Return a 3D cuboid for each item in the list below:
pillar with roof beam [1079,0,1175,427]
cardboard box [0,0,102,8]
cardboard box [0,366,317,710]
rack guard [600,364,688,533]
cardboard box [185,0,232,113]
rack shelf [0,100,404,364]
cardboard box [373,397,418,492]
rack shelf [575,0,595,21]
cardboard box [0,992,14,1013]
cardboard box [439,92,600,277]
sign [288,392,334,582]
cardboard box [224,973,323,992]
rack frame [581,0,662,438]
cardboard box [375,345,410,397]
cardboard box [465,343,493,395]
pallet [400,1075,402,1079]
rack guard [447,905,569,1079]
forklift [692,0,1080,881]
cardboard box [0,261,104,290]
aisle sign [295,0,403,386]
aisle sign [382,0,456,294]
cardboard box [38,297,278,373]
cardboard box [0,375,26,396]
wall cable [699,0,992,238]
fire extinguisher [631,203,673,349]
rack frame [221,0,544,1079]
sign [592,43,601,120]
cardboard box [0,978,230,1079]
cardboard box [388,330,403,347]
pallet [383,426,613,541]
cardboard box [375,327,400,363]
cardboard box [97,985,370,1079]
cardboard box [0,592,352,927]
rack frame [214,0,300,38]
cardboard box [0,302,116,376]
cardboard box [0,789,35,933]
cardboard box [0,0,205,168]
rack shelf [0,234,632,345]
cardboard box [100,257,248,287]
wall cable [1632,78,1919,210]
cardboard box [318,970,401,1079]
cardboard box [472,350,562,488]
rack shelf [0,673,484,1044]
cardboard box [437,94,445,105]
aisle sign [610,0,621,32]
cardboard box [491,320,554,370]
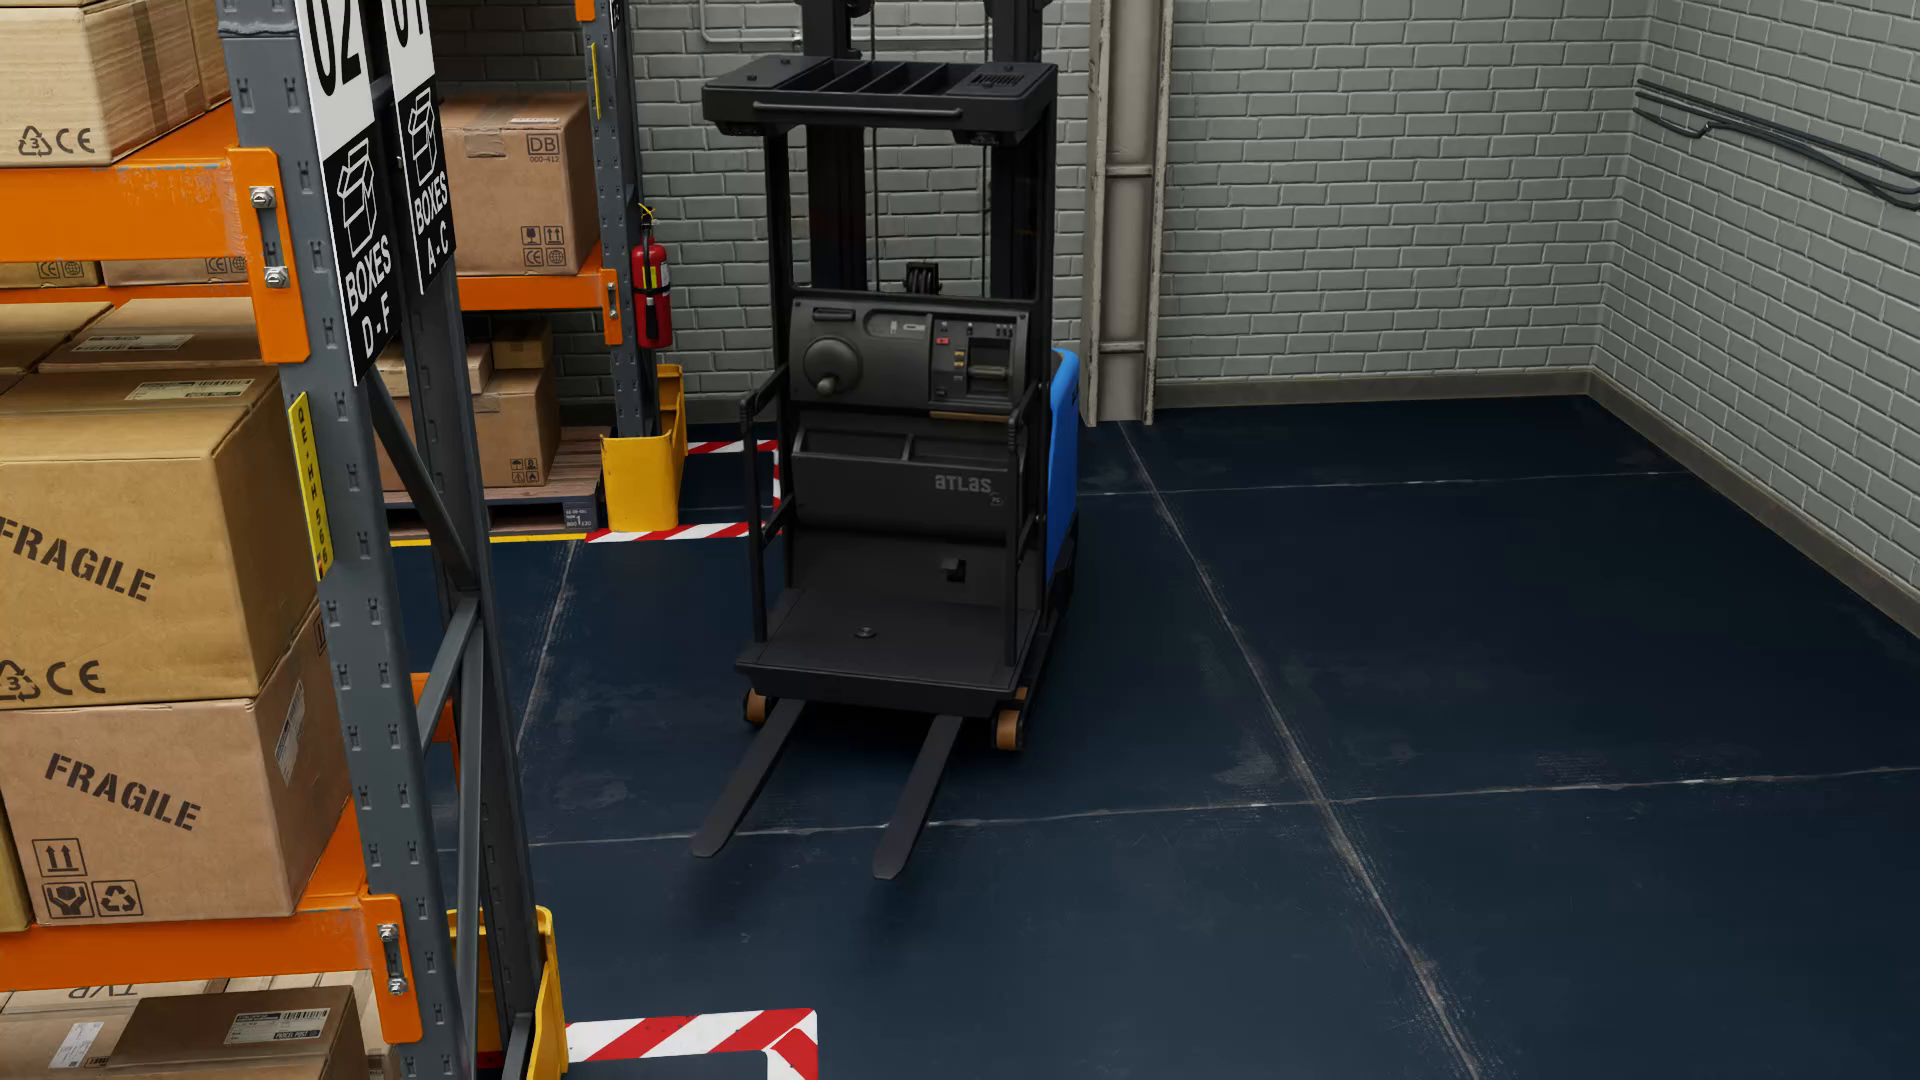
[{"bbox_3d":[1.350,-3.105,4.158,0.400,9.000,9.100,-2,24,-5],"label":"pillar with roof beam"},{"bbox_3d":[-1.671,-1.052,2.799,0.500,0.250,0.500,-2,24,-5],"label":"cardboard box"},{"bbox_3d":[-1.601,-0.018,3.244,0.500,0.500,0.500,-3,24,-6],"label":"cardboard box"},{"bbox_3d":[-1.652,-0.505,8.772,0.348,0.500,1.175,-2,24,-5],"label":"rack guard"},{"bbox_3d":[-1.721,-1.029,3.364,0.500,0.250,0.500,-2,24,-5],"label":"cardboard box"},{"bbox_3d":[-3.175,-0.607,3.115,4.000,0.370,1.077,-2,24,-5],"label":"rack shelf"},{"bbox_3d":[-2.860,-0.608,8.485,0.500,0.500,0.700,-2,24,-5],"label":"cardboard box"},{"bbox_3d":[-3.666,-2.609,7.619,4.000,0.370,1.077,-2,24,-5],"label":"rack shelf"},{"bbox_3d":[-2.749,1.358,4.346,0.500,0.250,0.500,-2,24,-5],"label":"cardboard box"},{"bbox_3d":[-2.182,-1.759,8.146,0.700,0.700,0.980,-1,24,-3],"label":"cardboard box"},{"bbox_3d":[-1.150,-0.093,2.952,0.005,0.325,0.100,-2,24,-5],"label":"sign"},{"bbox_3d":[-1.884,1.337,4.496,0.250,0.166,0.380,-2,24,-5],"label":"cardboard box"},{"bbox_3d":[-1.675,-1.647,8.262,0.127,3.000,1.000,-2,24,-5],"label":"rack frame"},{"bbox_3d":[-2.726,-0.835,8.198,0.250,0.149,0.380,-2,24,-4],"label":"cardboard box"},{"bbox_3d":[-2.472,-0.846,8.221,0.250,0.149,0.380,-3,24,-6],"label":"cardboard box"},{"bbox_3d":[-2.054,1.665,4.245,1.213,0.211,1.003,-2,24,-5],"label":"pallet"},{"bbox_3d":[-1.260,1.501,4.258,0.348,0.500,1.175,-2,24,-5],"label":"rack guard"},{"bbox_3d":[-0.240,-0.687,6.187,1.130,2.935,3.031,5,24,11],"label":"forklift"},{"bbox_3d":[-4.388,-1.666,7.936,0.700,0.700,0.980,-3,24,-6],"label":"cardboard box"},{"bbox_3d":[-1.087,-0.711,2.957,0.004,0.787,0.394,-2,24,-5],"label":"aisle sign"},{"bbox_3d":[-1.146,-0.954,3.503,0.004,0.787,0.394,-2,24,-5],"label":"aisle sign"},{"bbox_3d":[-1.652,-0.236,3.734,0.500,0.500,0.500,-2,24,-4],"label":"cardboard box"},{"bbox_3d":[-2.103,0.002,3.198,0.500,0.500,0.500,-2,24,-4],"label":"cardboard box"},{"bbox_3d":[-0.494,-2.544,9.031,1.851,1.984,0.084,-2,24,-5],"label":"wall cable"},{"bbox_3d":[-1.480,-1.260,7.947,0.183,0.674,0.296,-2,24,-5],"label":"fire extinguisher"},{"bbox_3d":[-1.185,0.355,3.757,0.127,3.000,1.000,-2,24,-5],"label":"rack frame"},{"bbox_3d":[-1.636,-2.064,7.484,0.005,0.325,0.100,-2,24,-5],"label":"sign"},{"bbox_3d":[-2.251,1.338,4.391,0.500,0.250,0.500,-2,24,-5],"label":"cardboard box"},{"bbox_3d":[-2.762,-0.990,8.545,0.250,0.149,0.380,-2,24,-5],"label":"cardboard box"},{"bbox_3d":[-2.463,-0.309,8.685,1.213,0.211,1.003,-2,24,-5],"label":"pallet"},{"bbox_3d":[-3.011,-0.980,8.523,0.250,0.149,0.380,-2,24,-5],"label":"cardboard box"},{"bbox_3d":[-1.702,1.418,3.903,0.500,0.500,0.500,-2,24,-5],"label":"cardboard box"},{"bbox_3d":[-1.604,0.438,3.449,0.500,0.500,0.500,-2,24,-4],"label":"cardboard box"},{"bbox_3d":[-1.185,-2.386,2.539,0.127,3.000,1.000,-2,24,-5],"label":"rack frame"},{"bbox_3d":[-2.172,-0.212,3.680,0.500,0.500,0.500,-2,24,-5],"label":"cardboard box"},{"bbox_3d":[-2.120,0.460,3.400,0.500,0.500,0.500,-2,24,-5],"label":"cardboard box"},{"bbox_3d":[-1.670,-0.820,2.893,0.500,0.250,0.500,-2,24,-5],"label":"cardboard box"},{"bbox_3d":[-3.666,-1.238,8.228,4.000,0.370,1.077,-2,24,-5],"label":"rack shelf"},{"bbox_3d":[-3.665,-1.699,8.010,0.700,0.700,0.980,-3,24,-8],"label":"cardboard box"},{"bbox_3d":[3.988,-3.051,7.857,0.112,2.526,3.097,-2,24,-5],"label":"wall cable"},{"bbox_3d":[-1.635,1.335,4.522,0.250,0.149,0.380,-2,24,-5],"label":"cardboard box"},{"bbox_3d":[-2.362,-0.628,8.530,0.500,0.500,0.700,-2,24,-5],"label":"cardboard box"},{"bbox_3d":[-3.175,0.764,3.724,4.000,0.370,1.077,-2,24,-5],"label":"rack shelf"},{"bbox_3d":[-2.905,-1.726,8.070,0.700,0.700,0.980,-2,24,-6],"label":"cardboard box"},{"bbox_3d":[-1.574,-2.716,7.467,0.004,0.787,0.394,-2,24,-5],"label":"aisle sign"},{"bbox_3d":[-2.257,-1.010,8.592,0.250,0.149,0.380,-2,24,-5],"label":"cardboard box"}]
